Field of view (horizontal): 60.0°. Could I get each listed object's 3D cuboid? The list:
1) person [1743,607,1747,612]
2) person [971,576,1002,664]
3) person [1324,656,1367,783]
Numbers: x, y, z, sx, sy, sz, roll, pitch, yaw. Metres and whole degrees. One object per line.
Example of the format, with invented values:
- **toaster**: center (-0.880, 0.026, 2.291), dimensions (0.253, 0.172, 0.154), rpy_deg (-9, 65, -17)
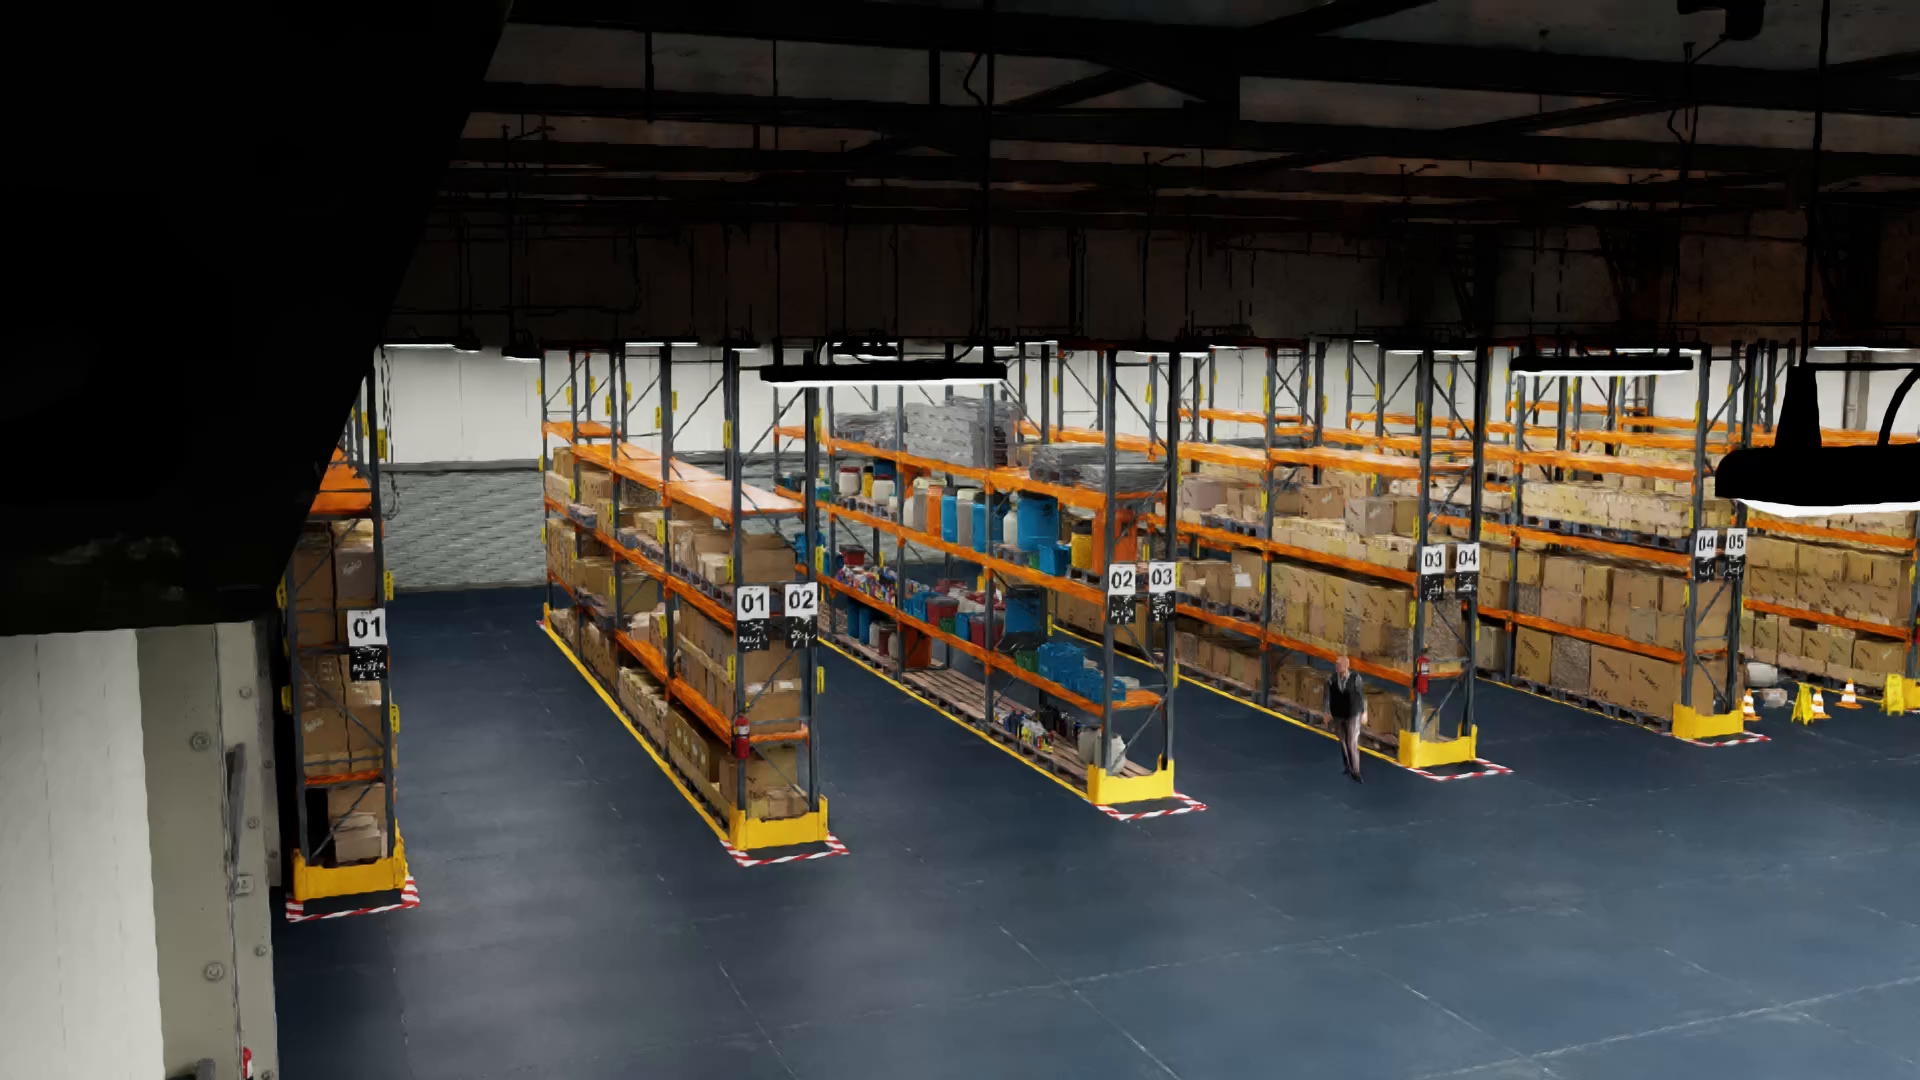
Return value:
- **person**: center (15.695, 1.180, 33.197), dimensions (0.532, 1.665, 0.574), rpy_deg (1, 8, 10)
- **person**: center (0.567, 1.494, 30.580), dimensions (0.554, 1.724, 1.029), rpy_deg (-4, 9, -30)
- **person**: center (5.414, 2.472, 23.249), dimensions (0.638, 1.729, 0.497), rpy_deg (5, 9, 33)
